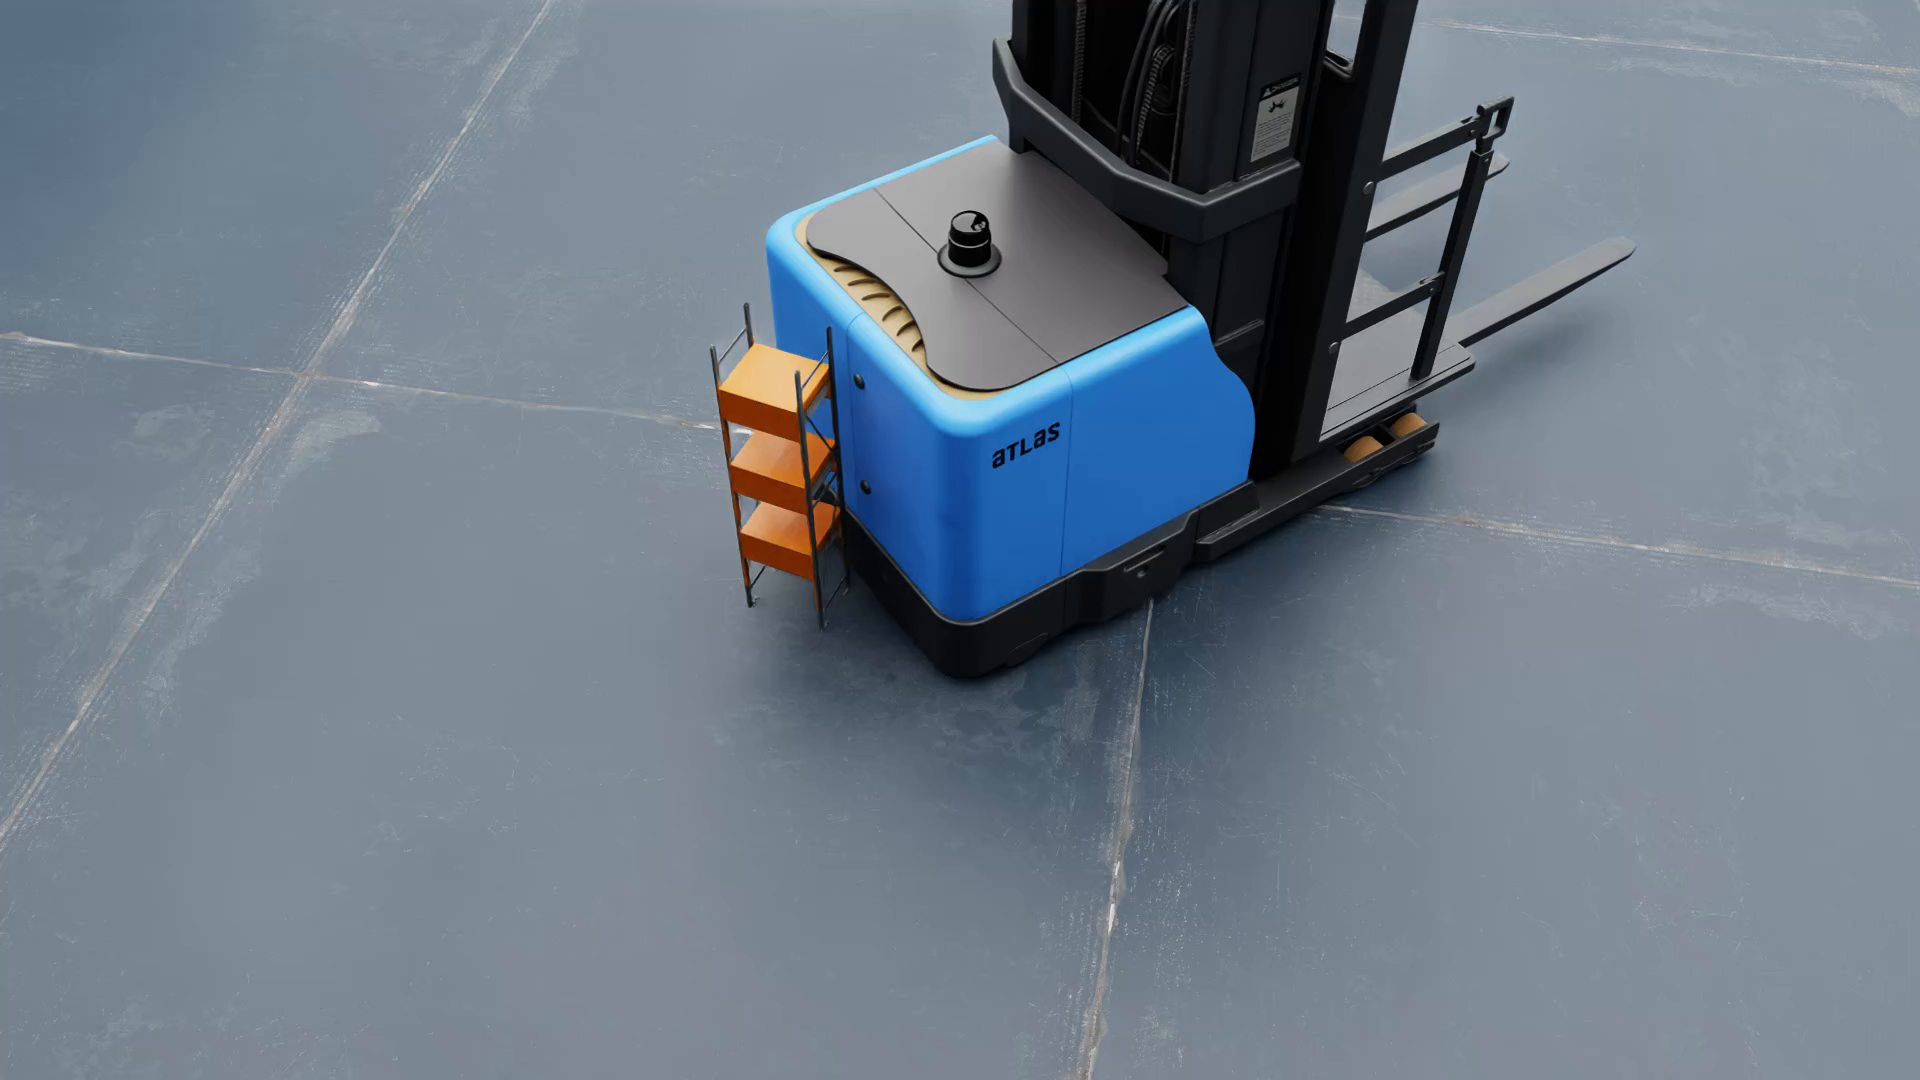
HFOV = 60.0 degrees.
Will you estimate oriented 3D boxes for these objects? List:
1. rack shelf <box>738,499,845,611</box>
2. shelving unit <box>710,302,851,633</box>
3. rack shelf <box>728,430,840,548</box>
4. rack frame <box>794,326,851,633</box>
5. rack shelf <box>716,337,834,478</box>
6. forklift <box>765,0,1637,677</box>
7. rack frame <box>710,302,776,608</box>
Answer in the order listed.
[{"bbox_3d":[-0.490,0.017,4.917,0.240,0.259,0.215,18,50,15],"label":"rack shelf"},{"bbox_3d":[-0.490,-0.176,4.702,0.252,1.050,0.215,18,50,15],"label":"shelving unit"},{"bbox_3d":[-0.490,-0.169,4.710,0.240,0.259,0.215,18,50,15],"label":"rack shelf"},{"bbox_3d":[-0.378,-0.140,4.670,0.008,1.050,0.200,18,50,15],"label":"rack frame"},{"bbox_3d":[-0.490,-0.358,4.499,0.240,0.259,0.215,18,50,15],"label":"rack shelf"},{"bbox_3d":[0.954,-1.453,4.585,3.031,2.935,1.130,-26,53,-22],"label":"forklift"},{"bbox_3d":[-0.602,-0.212,4.734,0.008,1.050,0.200,18,50,15],"label":"rack frame"}]
